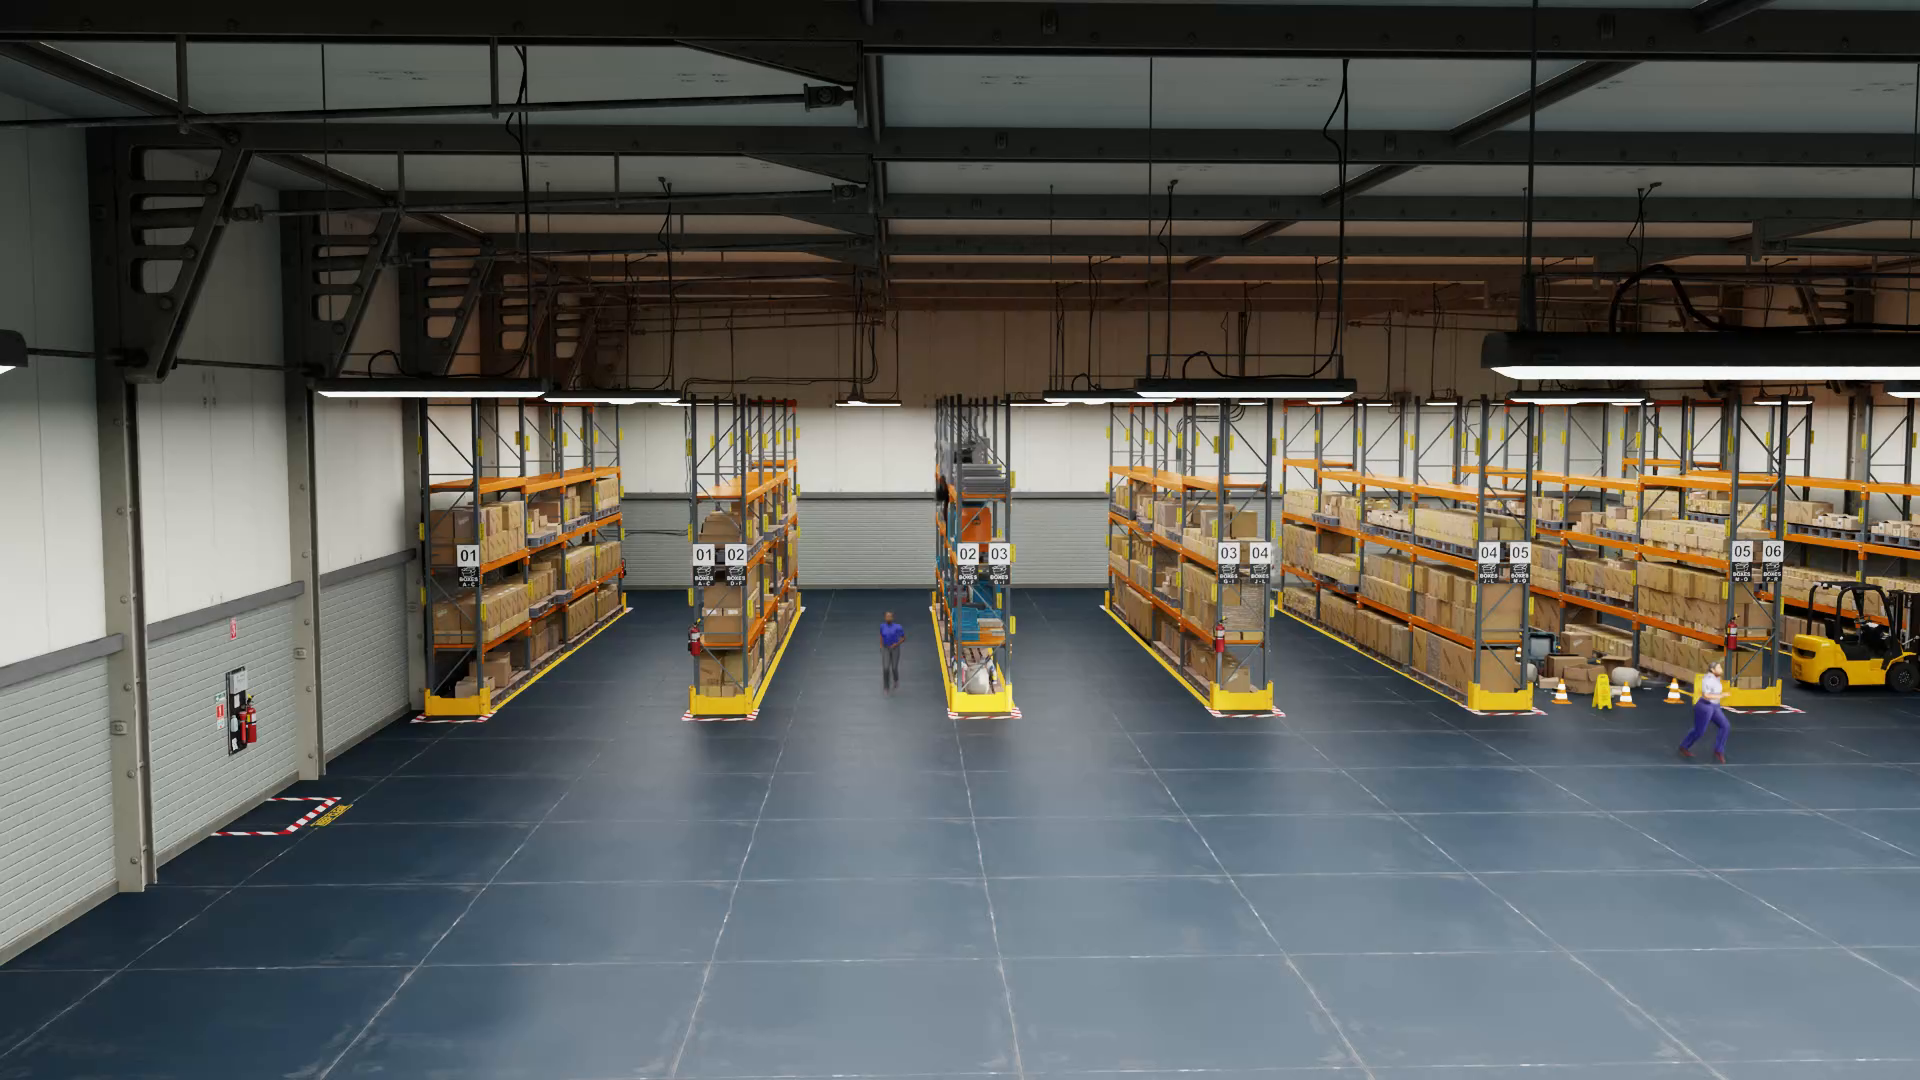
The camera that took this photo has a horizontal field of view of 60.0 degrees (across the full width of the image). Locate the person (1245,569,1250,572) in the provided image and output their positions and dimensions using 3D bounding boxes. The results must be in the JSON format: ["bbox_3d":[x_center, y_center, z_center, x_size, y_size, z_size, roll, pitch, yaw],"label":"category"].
[{"bbox_3d":[8.198,1.092,47.878,0.714,1.728,0.569,2,5,20],"label":"person"}]

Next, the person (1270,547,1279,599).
[{"bbox_3d":[9.120,1.025,48.924,0.711,1.734,0.732,0,5,2],"label":"person"}]

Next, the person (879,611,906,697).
[{"bbox_3d":[-1.364,2.266,33.490,0.574,1.695,0.805,1,5,9],"label":"person"}]

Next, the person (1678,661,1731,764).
[{"bbox_3d":[12.117,2.789,27.034,0.626,1.686,0.829,-4,6,-43],"label":"person"}]

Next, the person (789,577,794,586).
[{"bbox_3d":[-5.019,1.104,48.345,0.743,1.635,0.578,1,5,11],"label":"person"}]
